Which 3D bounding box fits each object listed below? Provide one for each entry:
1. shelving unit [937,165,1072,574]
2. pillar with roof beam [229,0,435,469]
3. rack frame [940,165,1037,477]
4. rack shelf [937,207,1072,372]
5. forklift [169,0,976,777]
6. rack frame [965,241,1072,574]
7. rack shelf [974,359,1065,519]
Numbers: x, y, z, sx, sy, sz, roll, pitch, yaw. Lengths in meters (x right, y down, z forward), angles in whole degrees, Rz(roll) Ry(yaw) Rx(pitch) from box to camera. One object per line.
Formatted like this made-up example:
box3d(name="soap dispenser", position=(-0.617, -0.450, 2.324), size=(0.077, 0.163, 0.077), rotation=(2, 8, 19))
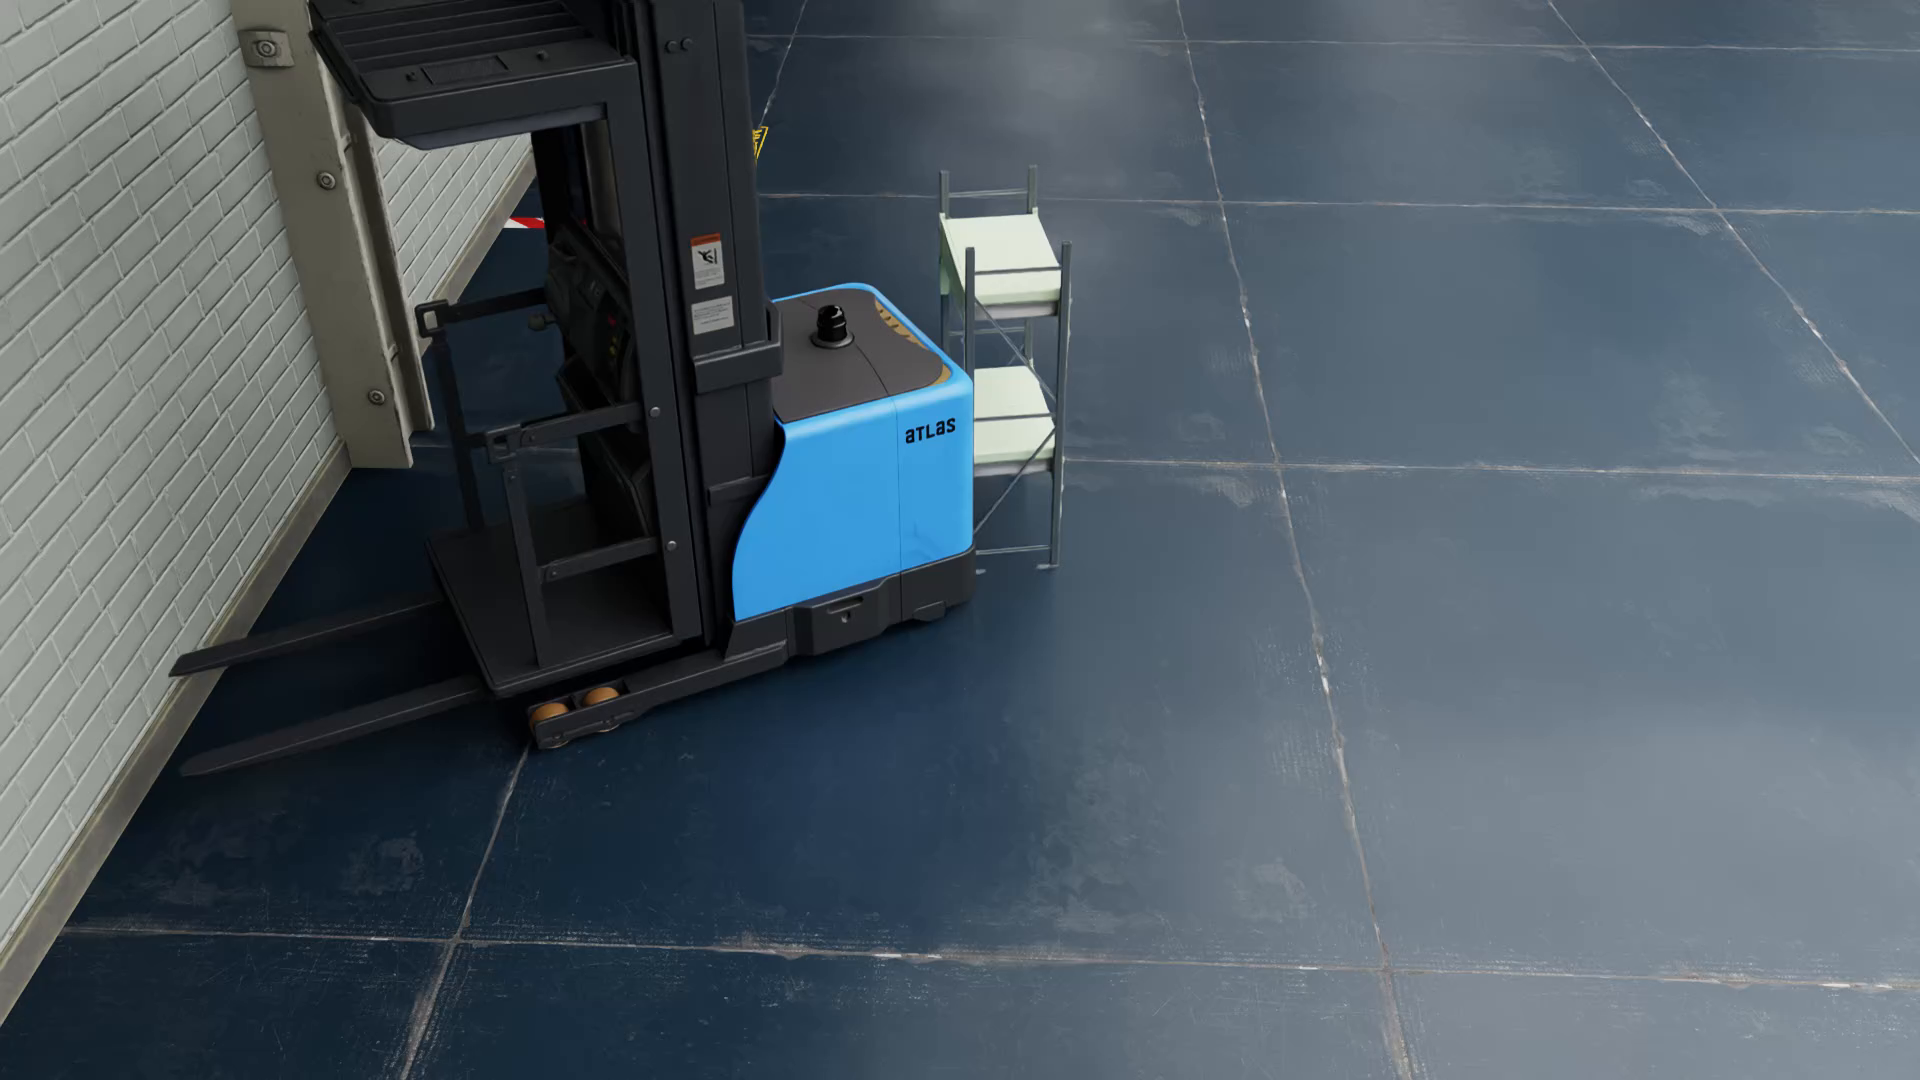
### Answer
box3d(name="shelving unit", position=(0.168, -0.695, 6.934), size=(0.431, 1.500, 0.755), rotation=(-5, 35, -7))
box3d(name="pillar with roof beam", position=(1.601, -4.032, 5.161), size=(9.100, 9.000, 0.400), rotation=(1, 35, 2))
box3d(name="rack frame", position=(0.117, -0.903, 7.231), size=(0.400, 1.500, 0.023), rotation=(-5, 35, -7))
box3d(name="rack shelf", position=(0.168, -1.014, 6.710), size=(0.431, 0.370, 0.720), rotation=(-5, 35, -7))
box3d(name="forklift", position=(-1.484, -0.777, 5.807), size=(3.031, 2.935, 1.130), rotation=(-17, 38, -22))
box3d(name="rack frame", position=(0.219, -0.486, 6.638), size=(0.400, 1.500, 0.023), rotation=(-5, 35, -7))
box3d(name="rack shelf", position=(0.168, -0.428, 7.122), size=(0.431, 0.370, 0.720), rotation=(-5, 35, -7))
